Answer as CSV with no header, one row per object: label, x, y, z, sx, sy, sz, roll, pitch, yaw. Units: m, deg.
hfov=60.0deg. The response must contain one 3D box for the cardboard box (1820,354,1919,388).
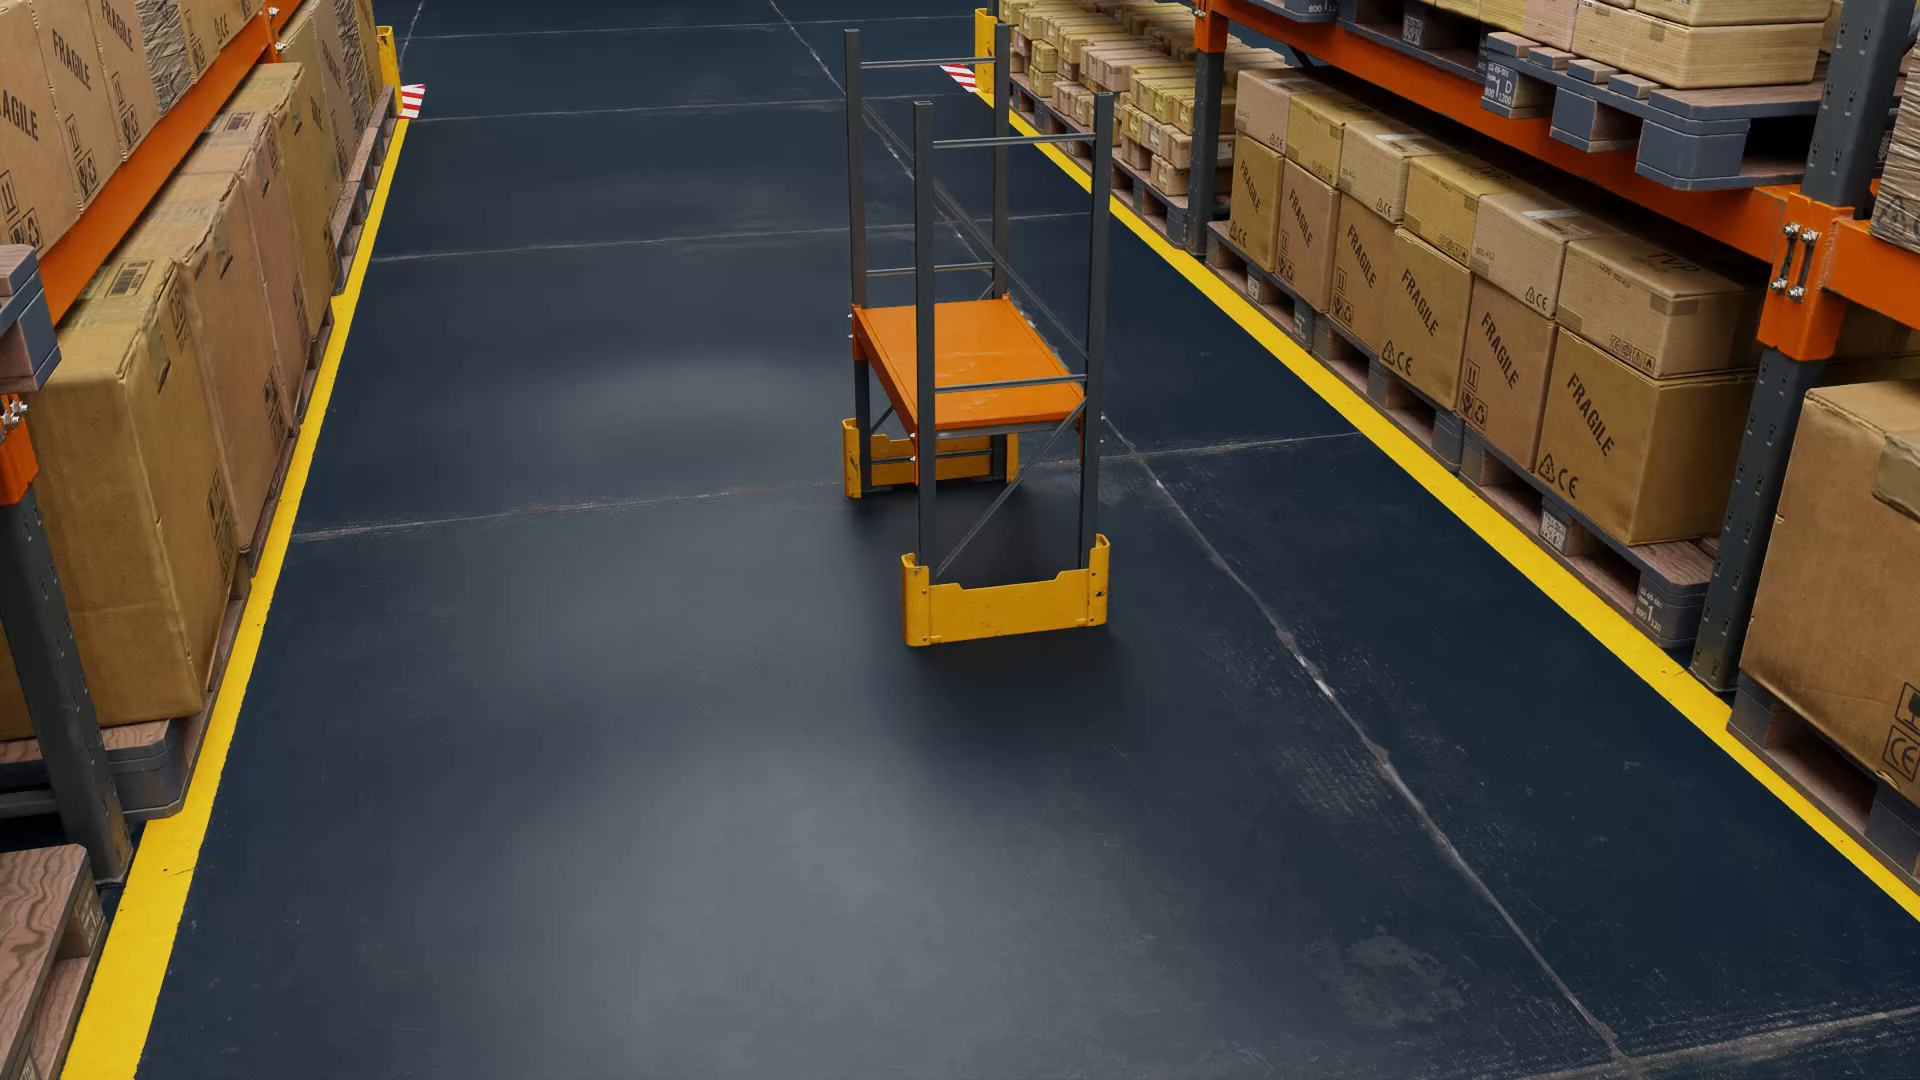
cardboard box,2.573,-0.409,5.040,0.500,0.500,0.500,-7,28,-14

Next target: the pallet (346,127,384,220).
pallet,-3.646,-1.931,8.842,1.003,0.211,1.213,-6,27,-12

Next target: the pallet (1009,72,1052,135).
pallet,0.847,-2.875,10.711,1.003,0.211,1.213,-6,27,-12

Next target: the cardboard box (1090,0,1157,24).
cardboard box,1.048,-3.371,10.637,0.380,0.149,0.250,-5,27,-11

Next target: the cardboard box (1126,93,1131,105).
cardboard box,1.090,-2.264,8.774,0.380,0.149,0.250,-6,27,-11

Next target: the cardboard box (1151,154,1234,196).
cardboard box,1.162,-1.809,8.204,0.380,0.149,0.250,-6,27,-11

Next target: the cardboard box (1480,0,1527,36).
cardboard box,1.760,-1.578,4.860,0.380,0.149,0.250,-6,27,-12

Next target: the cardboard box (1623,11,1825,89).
cardboard box,1.925,-1.246,4.203,0.380,0.149,0.250,-5,27,-11

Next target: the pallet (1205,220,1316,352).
pallet,1.760,-1.171,7.335,1.003,0.211,1.213,-6,27,-12

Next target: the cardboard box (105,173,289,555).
cardboard box,-2.700,-0.478,4.760,1.225,0.875,0.875,-6,27,-11

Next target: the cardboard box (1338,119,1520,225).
cardboard box,1.725,-1.354,6.080,0.500,0.250,0.500,-5,27,-10

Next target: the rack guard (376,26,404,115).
rack guard,-4.179,-2.948,10.537,1.175,0.500,0.348,-6,27,-12

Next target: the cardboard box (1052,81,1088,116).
cardboard box,0.761,-2.607,9.783,0.380,0.149,0.250,-7,28,-14

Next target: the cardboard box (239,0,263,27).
cardboard box,-2.901,-2.165,6.099,0.500,0.500,0.500,-6,27,-11

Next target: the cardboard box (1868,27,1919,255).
cardboard box,2.322,-0.821,3.437,0.500,0.500,0.500,-6,27,-11

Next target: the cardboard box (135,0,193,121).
cardboard box,-2.563,-1.498,4.778,0.500,0.500,0.500,-6,27,-11

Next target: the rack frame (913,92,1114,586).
rack frame,0.134,-0.409,4.396,0.500,1.500,0.032,-6,27,-12

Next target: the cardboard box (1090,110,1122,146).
cardboard box,0.929,-2.264,9.104,0.380,0.149,0.250,-6,27,-12

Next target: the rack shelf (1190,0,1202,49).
rack shelf,1.132,-3.314,9.285,1.077,0.370,4.000,-6,27,-12

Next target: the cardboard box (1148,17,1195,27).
cardboard box,1.342,-3.037,9.976,0.380,0.149,0.250,-5,27,-10

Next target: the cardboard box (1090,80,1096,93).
cardboard box,0.954,-2.615,9.470,0.380,0.149,0.250,-5,27,-9

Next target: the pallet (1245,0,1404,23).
pallet,1.613,-2.321,6.733,1.003,0.211,1.213,-6,27,-12

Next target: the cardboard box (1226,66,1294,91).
cardboard box,1.598,-2.343,8.600,0.380,0.149,0.250,-6,27,-12

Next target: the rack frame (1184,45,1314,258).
rack frame,1.583,-2.757,7.383,1.000,3.000,0.127,-6,27,-12

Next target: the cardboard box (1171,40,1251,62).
cardboard box,1.397,-2.686,9.280,0.380,0.149,0.250,-7,28,-14

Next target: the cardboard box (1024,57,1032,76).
cardboard box,0.626,-3.059,10.679,0.380,0.149,0.250,-6,27,-12

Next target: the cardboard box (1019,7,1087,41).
cardboard box,0.580,-3.196,10.292,0.380,0.149,0.250,-6,27,-12

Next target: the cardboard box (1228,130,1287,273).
cardboard box,1.491,-1.477,7.156,0.500,0.500,0.500,-5,27,-10

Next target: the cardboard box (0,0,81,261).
cardboard box,-2.215,-0.827,3.449,0.500,0.500,0.500,-5,27,-10

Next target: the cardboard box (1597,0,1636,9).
cardboard box,1.867,-1.497,4.369,0.380,0.149,0.250,-5,27,-10

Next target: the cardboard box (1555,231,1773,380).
cardboard box,2.075,-0.681,4.746,0.500,0.250,0.500,-7,28,-13

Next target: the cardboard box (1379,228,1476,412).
cardboard box,1.833,-0.794,5.802,0.500,0.500,0.500,-7,28,-14

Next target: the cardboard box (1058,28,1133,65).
cardboard box,0.784,-2.853,9.611,0.380,0.149,0.250,-6,27,-11

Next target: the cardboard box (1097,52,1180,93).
cardboard box,0.956,-2.515,8.942,0.380,0.149,0.250,-7,28,-14

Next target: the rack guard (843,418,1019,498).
rack guard,-0.095,-0.297,5.561,0.587,0.250,0.087,-6,27,-12

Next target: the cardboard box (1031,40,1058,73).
cardboard box,0.649,-2.956,10.146,0.380,0.149,0.250,-5,27,-10

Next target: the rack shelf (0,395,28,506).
rack shelf,-1.920,0.657,1.417,1.077,0.370,4.000,-6,27,-12

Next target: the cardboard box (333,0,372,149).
cardboard box,-3.747,-2.620,9.005,0.875,0.875,0.875,-6,27,-12

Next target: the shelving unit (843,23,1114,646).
shelving unit,0.017,-0.636,4.846,0.587,1.500,1.083,-6,27,-12

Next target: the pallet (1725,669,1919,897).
pallet,2.588,0.598,3.832,1.003,0.211,1.213,-6,27,-12

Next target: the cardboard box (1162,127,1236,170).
cardboard box,1.202,-1.911,8.074,0.380,0.149,0.250,-5,27,-11

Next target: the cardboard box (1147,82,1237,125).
cardboard box,1.153,-2.175,8.268,0.380,0.149,0.250,-6,27,-11

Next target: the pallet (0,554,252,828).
pallet,-2.475,0.349,4.324,1.003,0.211,1.213,-6,27,-12
